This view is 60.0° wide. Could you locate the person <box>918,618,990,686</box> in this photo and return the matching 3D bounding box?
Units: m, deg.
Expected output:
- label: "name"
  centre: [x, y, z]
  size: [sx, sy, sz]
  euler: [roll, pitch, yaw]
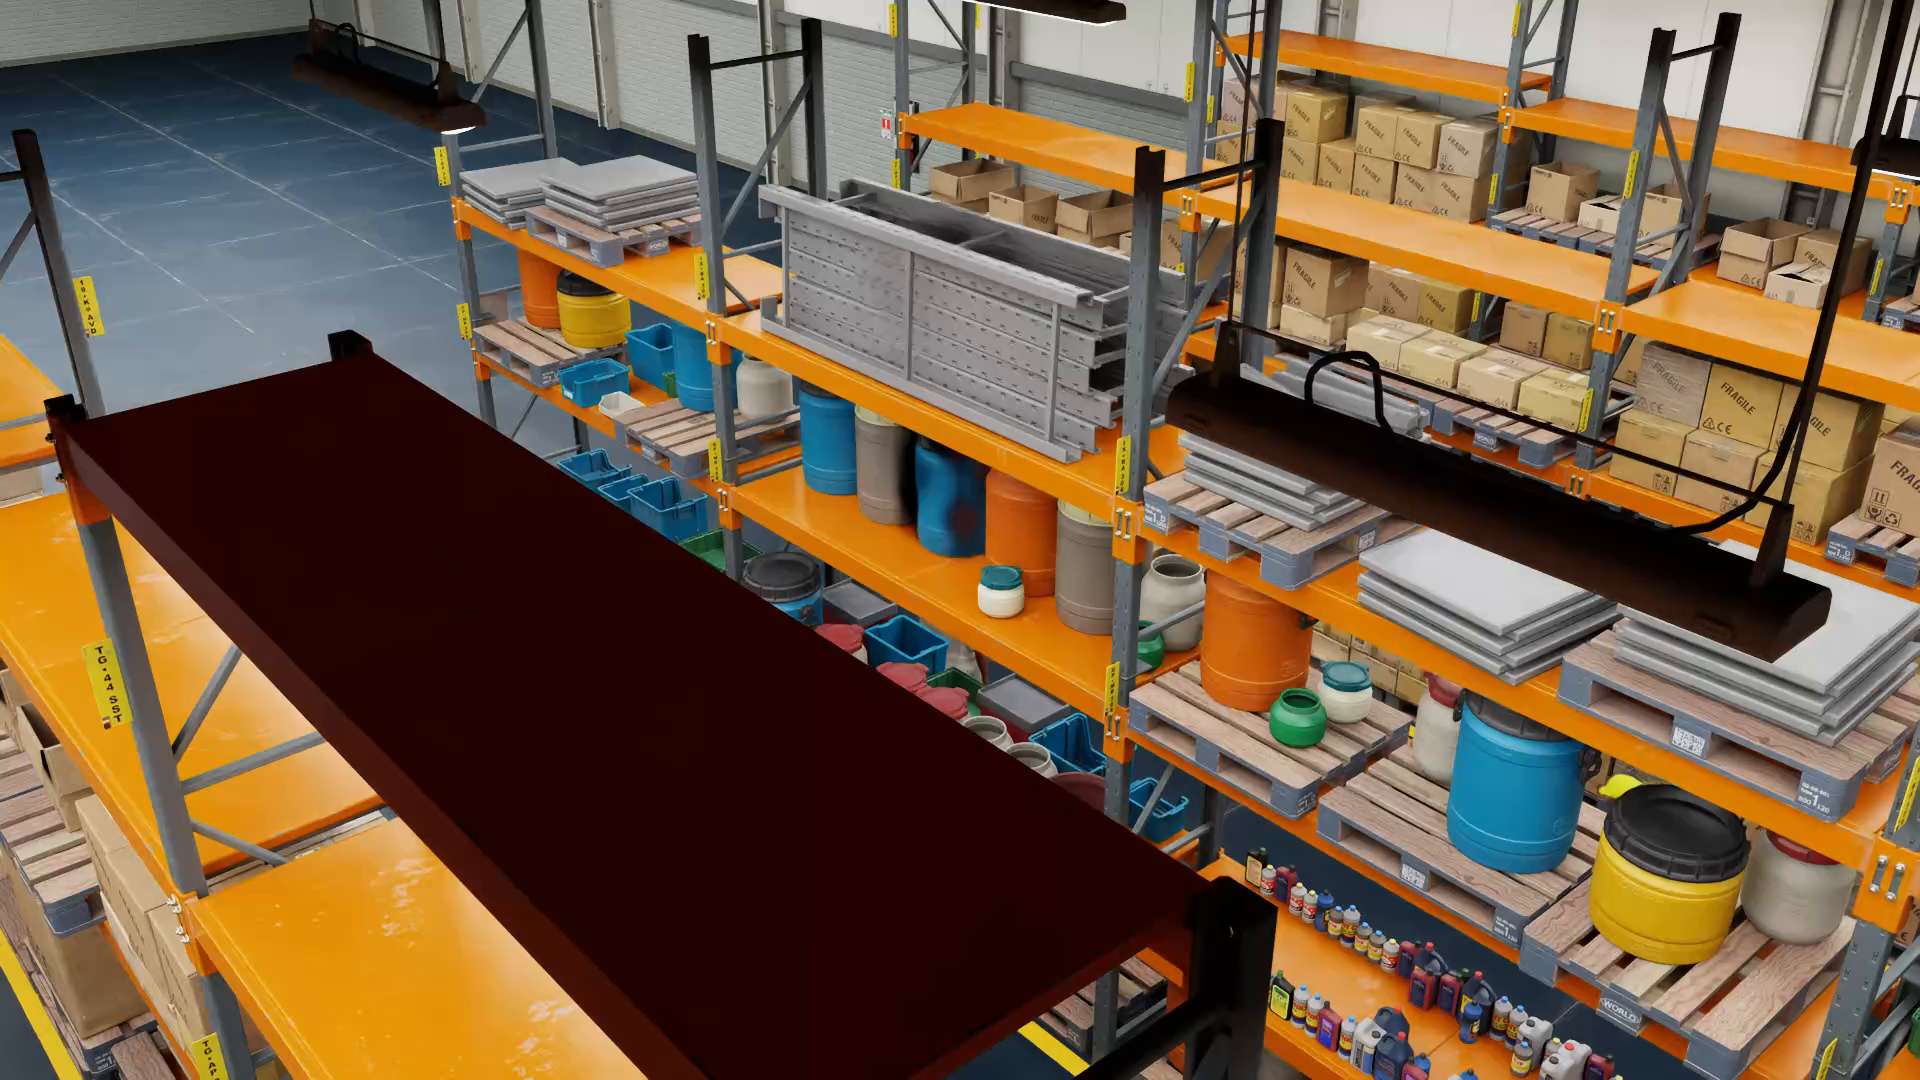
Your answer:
- label: "person"
  centre: [-0.026, 1.078, 13.518]
  size: [0.744, 1.752, 0.602]
  euler: [9, 28, 17]
